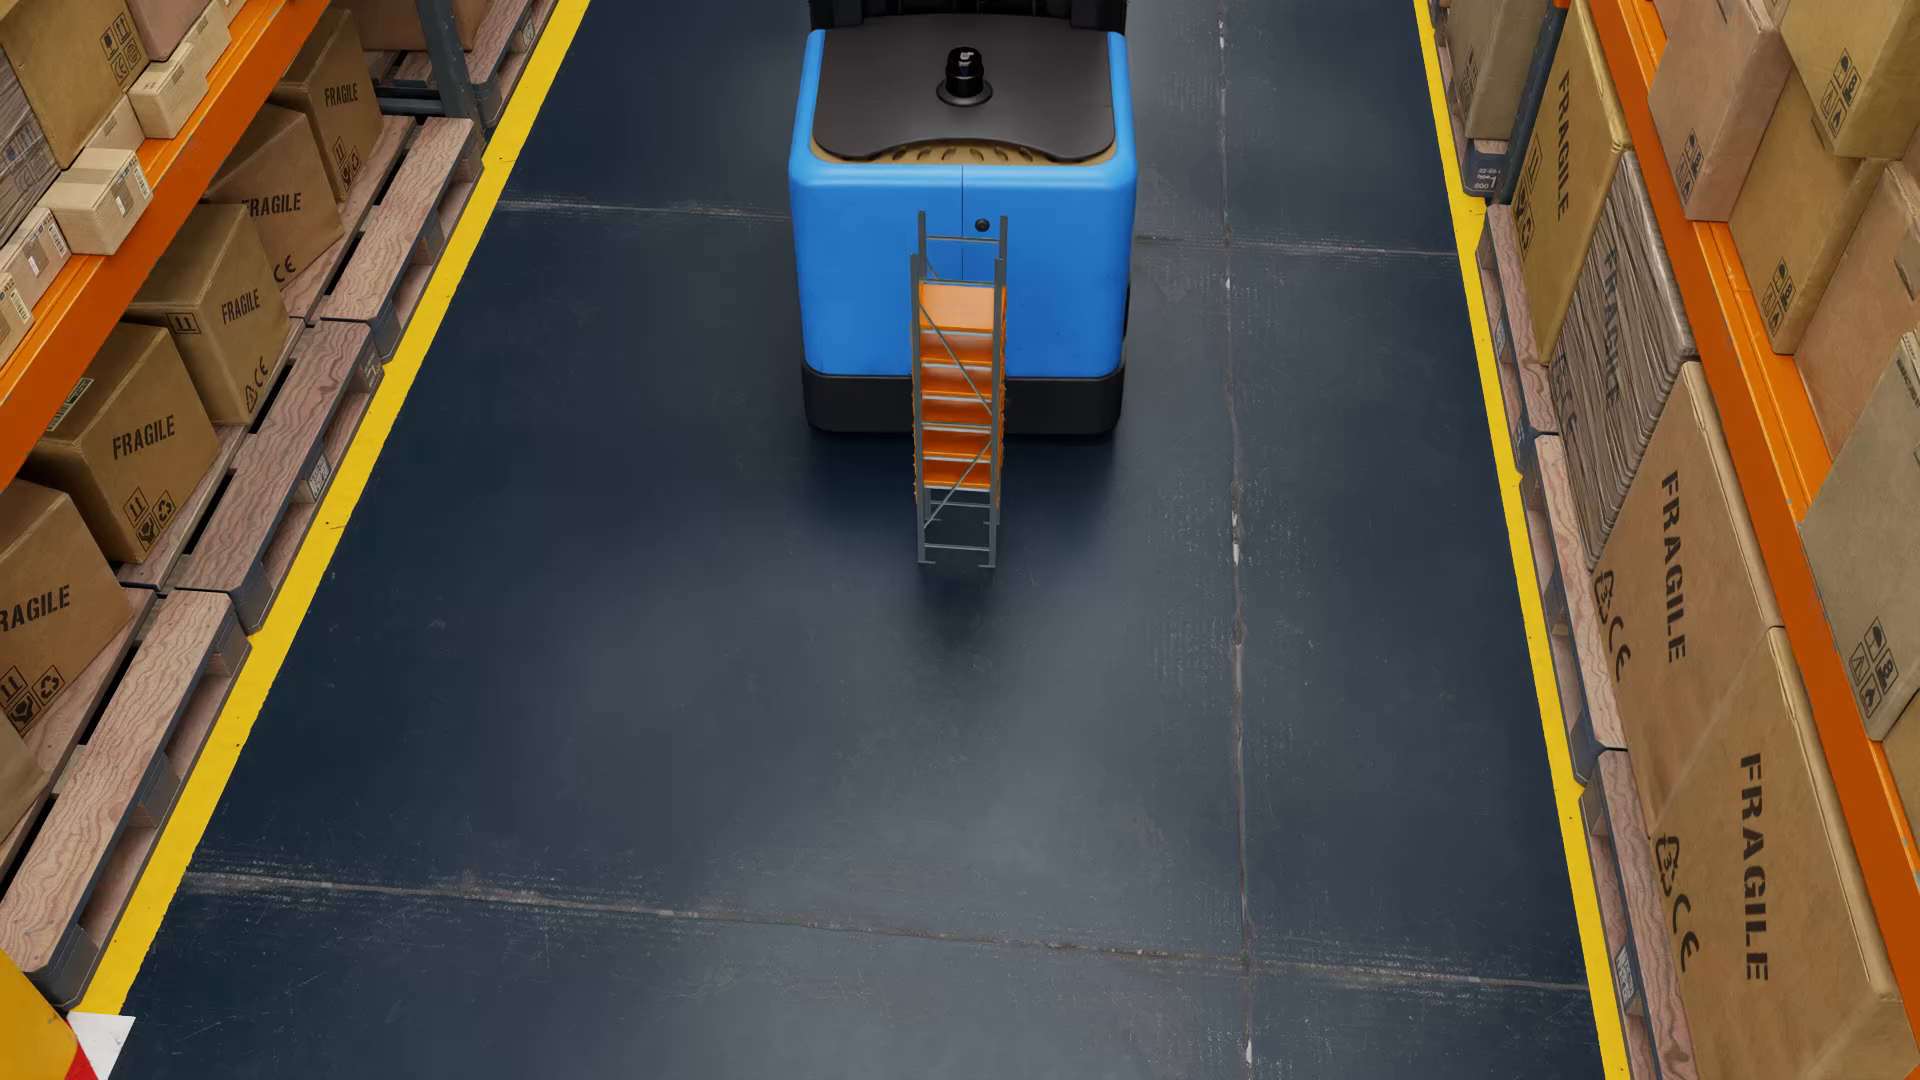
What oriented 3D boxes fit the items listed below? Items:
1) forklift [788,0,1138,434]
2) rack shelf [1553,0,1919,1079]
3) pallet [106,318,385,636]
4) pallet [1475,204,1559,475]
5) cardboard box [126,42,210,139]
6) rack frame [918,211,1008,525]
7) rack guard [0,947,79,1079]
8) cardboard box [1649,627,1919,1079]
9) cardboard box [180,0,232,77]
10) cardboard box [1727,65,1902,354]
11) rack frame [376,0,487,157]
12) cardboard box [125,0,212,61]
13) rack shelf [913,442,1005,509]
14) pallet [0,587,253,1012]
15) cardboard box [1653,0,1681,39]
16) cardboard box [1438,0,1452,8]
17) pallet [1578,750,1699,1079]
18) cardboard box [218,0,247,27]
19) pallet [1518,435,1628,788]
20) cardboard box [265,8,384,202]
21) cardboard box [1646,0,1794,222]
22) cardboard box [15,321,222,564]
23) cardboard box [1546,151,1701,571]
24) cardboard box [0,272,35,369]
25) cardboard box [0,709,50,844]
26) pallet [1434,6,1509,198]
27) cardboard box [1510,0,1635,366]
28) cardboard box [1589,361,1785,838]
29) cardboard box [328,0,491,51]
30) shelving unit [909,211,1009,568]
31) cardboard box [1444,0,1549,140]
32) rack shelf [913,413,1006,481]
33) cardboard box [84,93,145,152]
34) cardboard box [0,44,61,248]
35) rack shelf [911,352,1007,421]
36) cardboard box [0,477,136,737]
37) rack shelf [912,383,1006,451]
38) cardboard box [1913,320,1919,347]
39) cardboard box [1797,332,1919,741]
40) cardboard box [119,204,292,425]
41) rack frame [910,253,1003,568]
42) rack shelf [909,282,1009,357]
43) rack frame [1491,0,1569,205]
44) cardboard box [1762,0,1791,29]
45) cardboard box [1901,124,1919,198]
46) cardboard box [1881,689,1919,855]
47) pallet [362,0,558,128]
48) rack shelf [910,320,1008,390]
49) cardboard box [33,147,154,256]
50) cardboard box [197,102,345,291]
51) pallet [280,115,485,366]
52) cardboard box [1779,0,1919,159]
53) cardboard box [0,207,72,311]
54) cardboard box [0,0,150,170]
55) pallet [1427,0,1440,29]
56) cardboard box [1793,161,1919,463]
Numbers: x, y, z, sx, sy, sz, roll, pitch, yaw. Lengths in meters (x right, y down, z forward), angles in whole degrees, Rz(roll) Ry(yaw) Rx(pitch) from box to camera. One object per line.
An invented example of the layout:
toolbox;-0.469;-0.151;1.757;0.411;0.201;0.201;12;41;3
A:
forklift;0.032;-2.410;5.468;1.130;2.935;3.031;1;48;1
rack shelf;2.337;-0.471;4.136;1.077;0.370;4.000;4;48;4
pallet;-2.545;-0.256;5.341;1.003;0.211;1.213;4;48;4
pallet;2.373;-0.689;5.737;1.003;0.211;1.213;4;48;4
cardboard box;-2.289;-1.228;4.510;0.380;0.149;0.250;4;48;4
rack frame;0.007;-0.462;4.859;0.240;1.200;0.006;4;48;4
rack guard;-2.768;1.135;3.873;1.175;0.500;0.348;4;48;4
cardboard box;2.151;0.828;3.615;0.875;0.875;0.875;4;48;4
cardboard box;-2.301;-1.414;4.681;0.380;0.149;0.250;4;48;4
cardboard box;2.355;-0.772;3.821;0.875;0.550;0.500;4;48;4
rack frame;-2.410;-2.592;5.588;1.000;3.000;0.127;4;48;4
cardboard box;-2.539;-1.660;4.466;0.875;0.500;0.500;4;48;4
rack shelf;-0.001;-0.202;5.007;0.258;0.103;0.180;4;48;4
pallet;-2.659;0.638;4.523;1.003;0.211;1.213;4;48;4
cardboard box;2.470;-1.557;4.540;0.875;0.550;0.550;4;48;4
cardboard box;2.578;-2.737;6.961;1.050;0.750;0.750;4;48;4
pallet;2.150;1.104;4.097;1.003;0.211;1.213;4;48;4
cardboard box;-2.318;-1.600;4.851;0.380;0.149;0.250;4;48;4
pallet;2.264;0.210;4.915;1.003;0.211;1.213;4;48;4
cardboard box;-2.487;-1.599;6.089;0.500;0.500;0.500;3;48;2
cardboard box;2.304;-1.168;4.184;0.875;0.550;0.550;4;48;4
cardboard box;-2.605;-0.309;4.909;0.500;0.500;0.500;8;48;7
cardboard box;2.314;-0.488;4.819;0.875;0.875;0.875;4;48;4
cardboard box;-2.400;-0.494;3.840;0.380;0.149;0.250;4;48;4
cardboard box;-2.701;0.592;4.085;0.500;0.500;0.500;12;49;11
pallet;2.515;-1.815;6.767;1.003;0.211;1.213;4;48;4
cardboard box;2.393;-1.151;5.425;0.875;0.875;0.875;5;48;4
cardboard box;2.229;0.181;4.207;0.875;0.875;0.875;3;48;3
cardboard box;-2.333;-2.346;6.759;0.700;0.500;0.500;1;48;1
shelving unit;-0.001;-0.394;4.798;0.258;1.200;0.189;4;48;4
cardboard box;2.487;-2.029;6.313;1.050;0.750;0.750;4;48;3
rack shelf;-0.001;-0.283;4.919;0.258;0.103;0.180;4;48;4
cardboard box;-2.388;-1.049;4.347;0.380;0.149;0.250;4;48;4
cardboard box;-2.683;-0.929;3.797;0.875;0.500;0.500;4;48;4
rack shelf;-0.001;-0.445;4.742;0.258;0.103;0.180;4;48;4
cardboard box;-2.681;0.150;4.489;0.500;0.500;0.500;15;49;14
rack shelf;-0.001;-0.364;4.830;0.258;0.103;0.180;4;48;4
cardboard box;2.186;-0.340;2.695;0.875;0.550;0.550;4;48;4
cardboard box;2.172;0.024;3.094;0.875;0.550;0.550;4;48;4
cardboard box;-2.510;-0.716;5.281;0.500;0.500;0.500;0;48;0
rack frame;-0.010;-0.327;4.736;0.240;1.200;0.006;4;48;4
rack shelf;-0.001;-0.607;4.565;0.258;0.103;0.180;4;48;4
rack frame;2.520;-2.184;5.215;1.000;3.000;0.127;4;48;4
cardboard box;2.331;-1.531;3.784;0.875;0.550;0.550;4;48;4
cardboard box;2.372;-0.742;3.063;0.875;0.550;0.550;4;48;4
cardboard box;2.144;0.429;2.723;0.875;0.550;0.550;4;48;4
pallet;-2.341;-2.223;7.140;1.003;0.211;1.213;4;48;4
rack shelf;-0.001;-0.526;4.653;0.258;0.103;0.180;4;48;4
cardboard box;-2.278;-0.857;4.171;0.380;0.149;0.250;4;48;4
cardboard box;-2.531;-1.177;5.703;0.500;0.500;0.500;18;50;16
pallet;-2.436;-1.155;6.163;1.003;0.211;1.213;4;48;4
cardboard box;2.291;-1.141;3.427;0.875;0.550;0.500;4;48;4
cardboard box;-2.404;-0.680;4.009;0.380;0.149;0.250;4;48;4
cardboard box;-2.626;-1.295;4.133;0.875;0.500;0.500;4;48;4
pallet;2.624;-2.714;7.589;1.003;0.211;1.213;4;48;4
cardboard box;2.348;-0.380;3.463;0.875;0.550;0.550;4;48;4
